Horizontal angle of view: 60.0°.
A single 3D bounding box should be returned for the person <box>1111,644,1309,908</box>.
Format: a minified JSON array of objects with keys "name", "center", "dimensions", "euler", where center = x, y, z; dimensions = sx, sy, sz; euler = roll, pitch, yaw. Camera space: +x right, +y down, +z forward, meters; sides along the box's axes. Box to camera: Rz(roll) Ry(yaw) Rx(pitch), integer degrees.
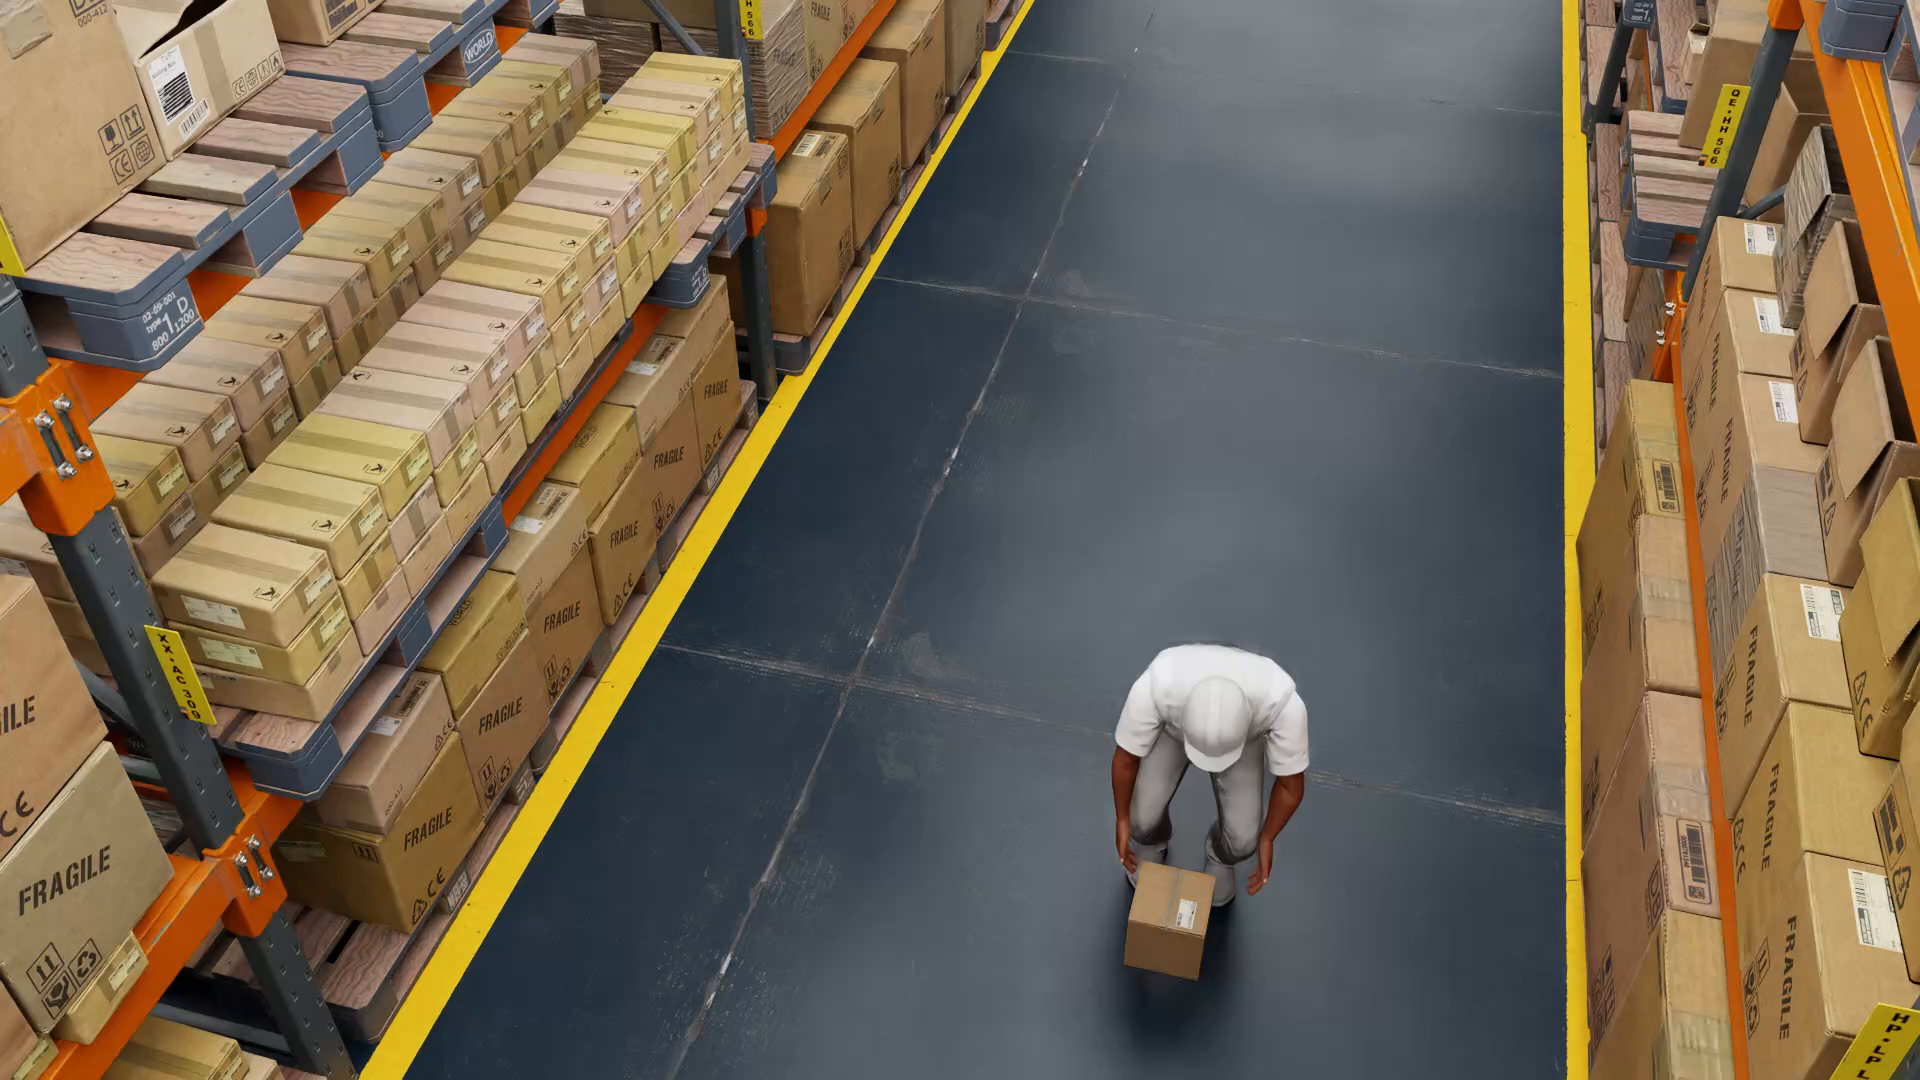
[{"name":"person","center":[0.843,0.759,5.605],"dimensions":[0.630,1.317,0.803],"euler":[10,42,11]}]
